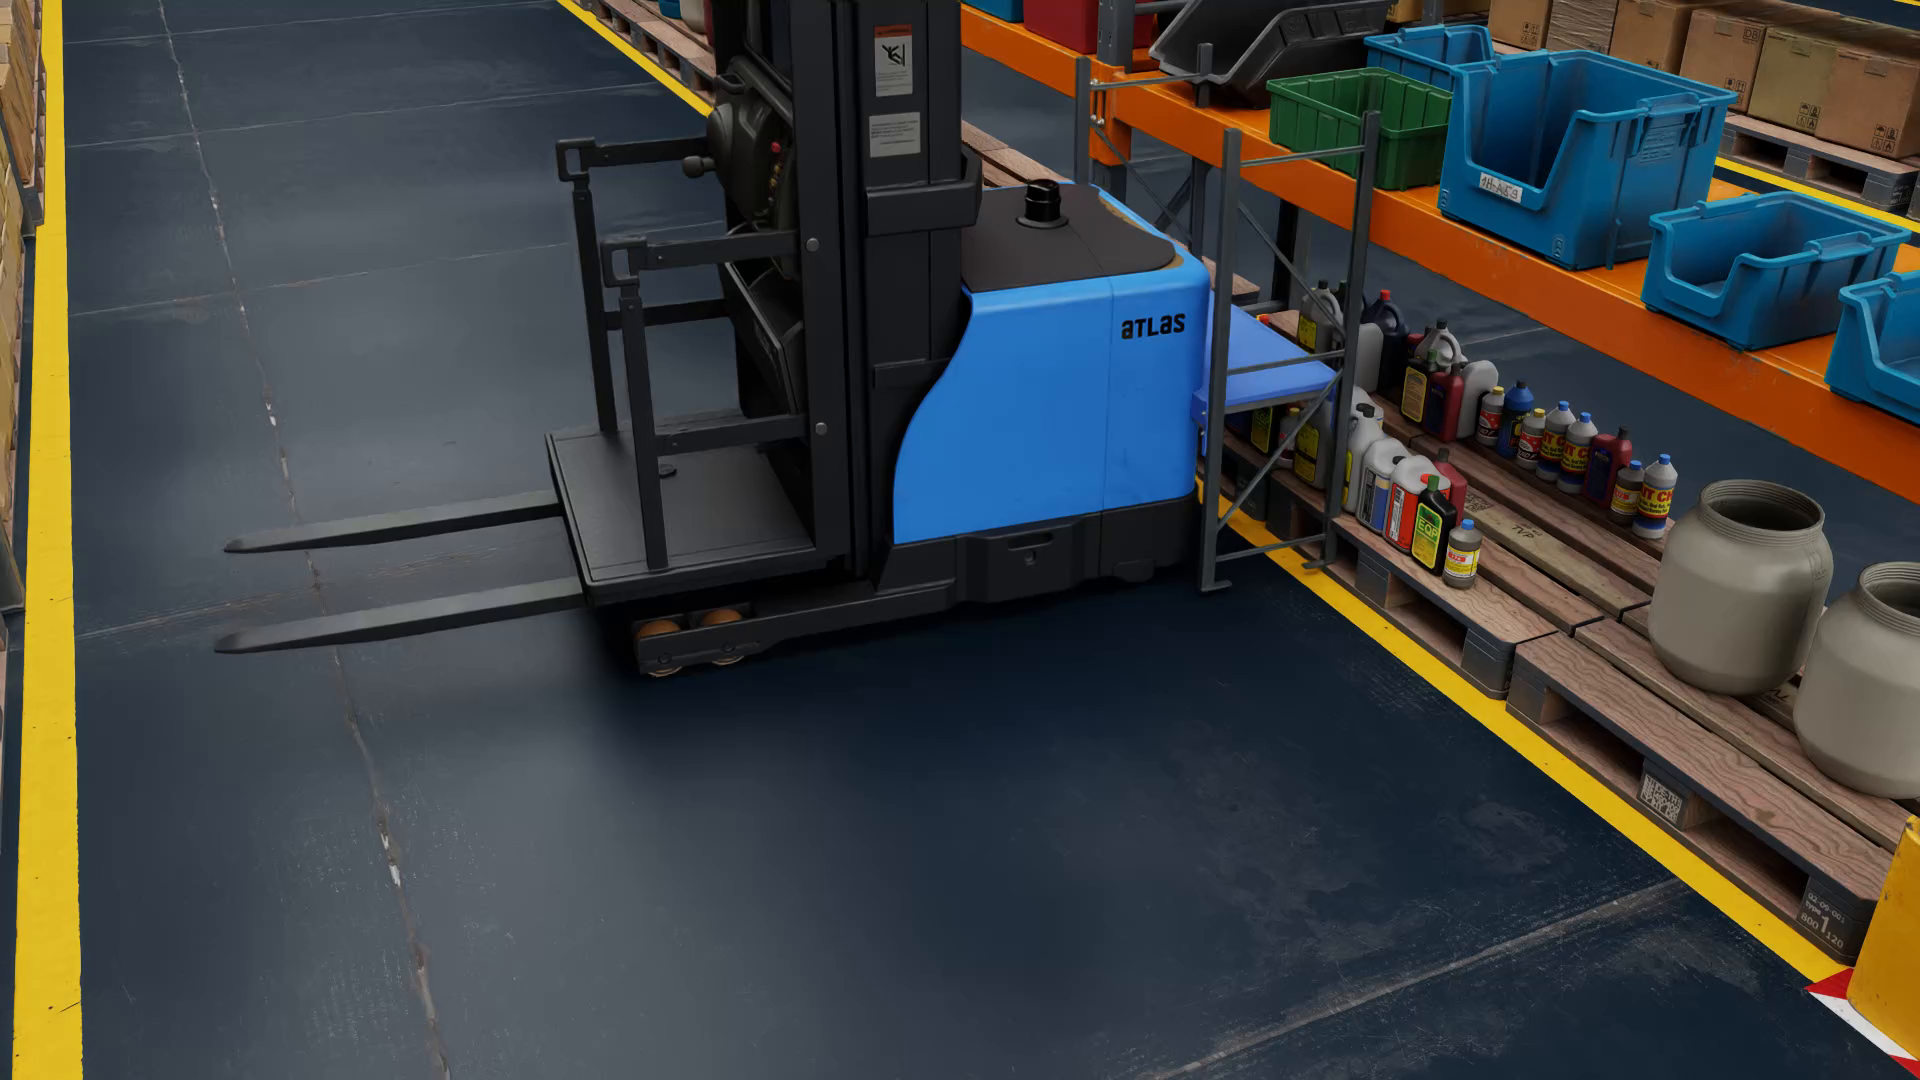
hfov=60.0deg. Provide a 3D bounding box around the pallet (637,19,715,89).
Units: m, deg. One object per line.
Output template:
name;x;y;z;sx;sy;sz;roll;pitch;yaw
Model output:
pallet;-1.622;-3.472;11.725;1.003;0.211;1.213;-13;32;-22

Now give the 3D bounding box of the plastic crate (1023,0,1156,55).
plastic crate;0.507;-2.221;6.578;0.402;0.464;0.583;-13;32;-22

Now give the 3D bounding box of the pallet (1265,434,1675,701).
pallet;1.769;0.018;5.502;1.003;0.211;1.213;-13;32;-22

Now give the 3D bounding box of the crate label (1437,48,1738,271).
crate label;1.674;-1.048;4.516;0.502;0.435;0.616;-13;32;-22

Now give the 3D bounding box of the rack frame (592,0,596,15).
rack frame;-2.443;-5.577;12.629;1.000;3.000;0.127;-13;32;-22

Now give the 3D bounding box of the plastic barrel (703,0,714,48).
plastic barrel;-1.436;-3.653;11.234;0.600;0.588;0.708;-13;32;-22

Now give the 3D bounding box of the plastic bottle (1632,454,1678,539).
plastic bottle;2.211;-0.145;5.281;0.097;0.271;0.097;0;29;0

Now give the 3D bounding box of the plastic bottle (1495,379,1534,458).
plastic bottle;1.934;-0.430;5.789;0.097;0.271;0.097;0;29;0

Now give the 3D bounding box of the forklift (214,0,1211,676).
forklift;-0.794;-1.158;4.819;3.031;2.935;1.130;-9;31;-16

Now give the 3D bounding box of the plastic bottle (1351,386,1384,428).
plastic bottle;1.349;-0.375;5.686;0.152;0.276;0.135;-13;32;-22

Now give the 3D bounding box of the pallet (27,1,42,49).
pallet;-7.213;-3.626;12.001;1.003;0.211;1.213;-13;32;-22

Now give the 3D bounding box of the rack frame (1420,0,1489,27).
rack frame;3.747;-4.850;11.333;1.000;3.000;0.127;-13;32;-22

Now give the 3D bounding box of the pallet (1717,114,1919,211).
pallet;5.129;-2.211;9.477;1.003;0.211;1.213;-13;32;-22

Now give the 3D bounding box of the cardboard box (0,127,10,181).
cardboard box;-4.754;-1.821;7.739;0.500;0.311;0.500;-12;32;-21

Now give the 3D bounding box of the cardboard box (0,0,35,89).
cardboard box;-6.028;-3.041;10.212;0.500;0.500;0.500;-13;32;-21

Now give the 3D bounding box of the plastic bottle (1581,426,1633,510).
plastic bottle;2.131;-0.254;5.463;0.061;0.283;0.133;-13;32;-21

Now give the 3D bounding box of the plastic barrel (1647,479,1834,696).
plastic barrel;2.141;0.129;4.567;0.421;0.512;0.421;0;29;0

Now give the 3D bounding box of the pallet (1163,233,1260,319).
pallet;0.619;-1.166;7.613;1.003;0.211;1.213;-13;32;-22

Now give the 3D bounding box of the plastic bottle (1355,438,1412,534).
plastic bottle;1.381;-0.178;5.335;0.152;0.276;0.135;-14;32;-23

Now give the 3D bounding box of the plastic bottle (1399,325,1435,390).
plastic bottle;1.718;-0.679;6.221;0.061;0.283;0.133;-11;31;-19

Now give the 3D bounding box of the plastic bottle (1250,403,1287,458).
plastic bottle;1.077;-0.442;5.798;0.061;0.283;0.133;-12;31;-20

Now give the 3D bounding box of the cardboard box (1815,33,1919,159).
cardboard box;5.220;-2.461;9.177;0.700;0.500;0.500;-16;33;-26

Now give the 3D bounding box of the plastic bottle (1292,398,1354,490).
plastic bottle;1.226;-0.365;5.593;0.144;0.351;0.185;-13;32;-22

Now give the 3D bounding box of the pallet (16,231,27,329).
pallet;-4.883;-1.184;7.645;1.003;0.211;1.213;-13;32;-22

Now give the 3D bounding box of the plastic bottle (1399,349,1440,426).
plastic bottle;1.667;-0.566;6.020;0.061;0.283;0.133;-13;32;-22

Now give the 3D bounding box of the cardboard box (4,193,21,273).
cardboard box;-4.531;-1.348;7.468;0.500;0.250;0.500;-13;32;-23

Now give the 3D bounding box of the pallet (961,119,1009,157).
pallet;-0.429;-2.244;9.536;1.003;0.211;1.213;-13;32;-22

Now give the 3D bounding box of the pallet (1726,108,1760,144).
pallet;4.601;-2.750;10.439;1.003;0.211;1.213;-13;32;-22

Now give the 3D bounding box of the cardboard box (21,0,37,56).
cardboard box;-6.448;-3.483;11.000;0.500;0.500;0.500;-13;32;-22

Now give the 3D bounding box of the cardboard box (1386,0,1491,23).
cardboard box;3.470;-4.416;12.301;1.225;0.875;0.875;-15;32;-24

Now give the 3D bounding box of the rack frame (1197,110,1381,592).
rack frame;0.998;-0.542;5.121;0.500;1.500;0.032;-11;30;-18

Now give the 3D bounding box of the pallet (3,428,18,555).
pallet;-3.836;-0.106;5.723;1.003;0.211;1.213;-13;32;-22

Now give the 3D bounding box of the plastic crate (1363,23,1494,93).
plastic crate;1.711;-1.547;5.593;0.499;0.251;0.616;-13;32;-22

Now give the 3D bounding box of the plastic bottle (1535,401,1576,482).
plastic bottle;2.021;-0.340;5.630;0.097;0.271;0.097;0;29;0

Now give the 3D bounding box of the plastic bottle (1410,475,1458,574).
plastic bottle;1.457;-0.051;5.101;0.061;0.283;0.133;-12;32;-21

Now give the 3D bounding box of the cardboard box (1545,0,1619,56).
cardboard box;4.303;-3.418;10.884;0.700;0.500;0.500;-16;33;-26

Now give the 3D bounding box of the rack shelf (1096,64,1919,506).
rack shelf;1.850;-0.846;4.928;1.077;0.370;4.000;-13;32;-22

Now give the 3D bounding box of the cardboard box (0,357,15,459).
cardboard box;-3.652;-0.445;5.859;0.500;0.250;0.500;-12;32;-21

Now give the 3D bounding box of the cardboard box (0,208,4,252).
cardboard box;-4.311;-1.369;6.933;0.500;0.311;0.500;-13;32;-22

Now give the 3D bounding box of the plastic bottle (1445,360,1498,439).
plastic bottle;1.815;-0.523;5.951;0.152;0.276;0.135;-12;32;-21

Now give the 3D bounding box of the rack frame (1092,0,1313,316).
rack frame;0.991;-2.043;6.327;1.000;3.000;0.127;-13;32;-22

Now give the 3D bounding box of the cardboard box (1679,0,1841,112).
cardboard box;4.792;-2.922;10.001;0.700;0.500;0.500;-16;33;-26

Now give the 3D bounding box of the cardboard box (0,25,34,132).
cardboard box;-5.579;-2.587;9.403;0.500;0.500;0.500;-14;32;-23

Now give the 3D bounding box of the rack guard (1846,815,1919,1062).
rack guard;2.633;0.790;3.830;1.175;0.500;0.348;-13;32;-22

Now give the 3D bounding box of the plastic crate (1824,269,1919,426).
plastic crate;2.223;-0.370;3.495;0.499;0.251;0.616;-13;32;-22

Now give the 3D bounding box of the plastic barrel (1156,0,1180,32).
plastic barrel;1.099;-2.496;6.622;0.600;0.901;0.708;-13;32;-22

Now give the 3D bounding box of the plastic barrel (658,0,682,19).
plastic barrel;-1.921;-4.289;12.047;0.600;0.901;0.708;-13;32;-22

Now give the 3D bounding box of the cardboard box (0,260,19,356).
cardboard box;-4.094;-0.898;6.667;0.500;0.250;0.500;-12;32;-21

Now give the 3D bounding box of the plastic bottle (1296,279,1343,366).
plastic bottle;1.398;-0.826;6.414;0.144;0.351;0.185;-13;32;-22

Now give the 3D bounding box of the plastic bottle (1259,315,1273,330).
plastic bottle;1.093;-0.666;6.130;0.144;0.351;0.185;-13;32;-22

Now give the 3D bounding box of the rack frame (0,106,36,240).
rack frame;-5.201;-2.772;7.626;1.000;3.000;0.127;-13;32;-22

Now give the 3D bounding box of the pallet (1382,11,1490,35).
pallet;3.477;-3.998;12.664;1.003;0.211;1.213;-13;32;-22

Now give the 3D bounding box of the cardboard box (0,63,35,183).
cardboard box;-5.139;-2.135;8.596;0.500;0.500;0.500;-12;31;-20

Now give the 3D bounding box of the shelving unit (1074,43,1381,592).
shelving unit;0.818;-0.765;5.540;0.538;1.500;1.048;-11;30;-18

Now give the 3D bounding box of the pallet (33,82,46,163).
pallet;-6.008;-2.432;9.871;1.003;0.211;1.213;-13;32;-22

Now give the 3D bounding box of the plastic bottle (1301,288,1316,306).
plastic bottle;1.428;-0.920;6.735;0.097;0.201;0.097;0;29;0

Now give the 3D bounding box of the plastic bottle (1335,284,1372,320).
plastic bottle;1.528;-0.856;6.468;0.144;0.351;0.185;-14;32;-23
